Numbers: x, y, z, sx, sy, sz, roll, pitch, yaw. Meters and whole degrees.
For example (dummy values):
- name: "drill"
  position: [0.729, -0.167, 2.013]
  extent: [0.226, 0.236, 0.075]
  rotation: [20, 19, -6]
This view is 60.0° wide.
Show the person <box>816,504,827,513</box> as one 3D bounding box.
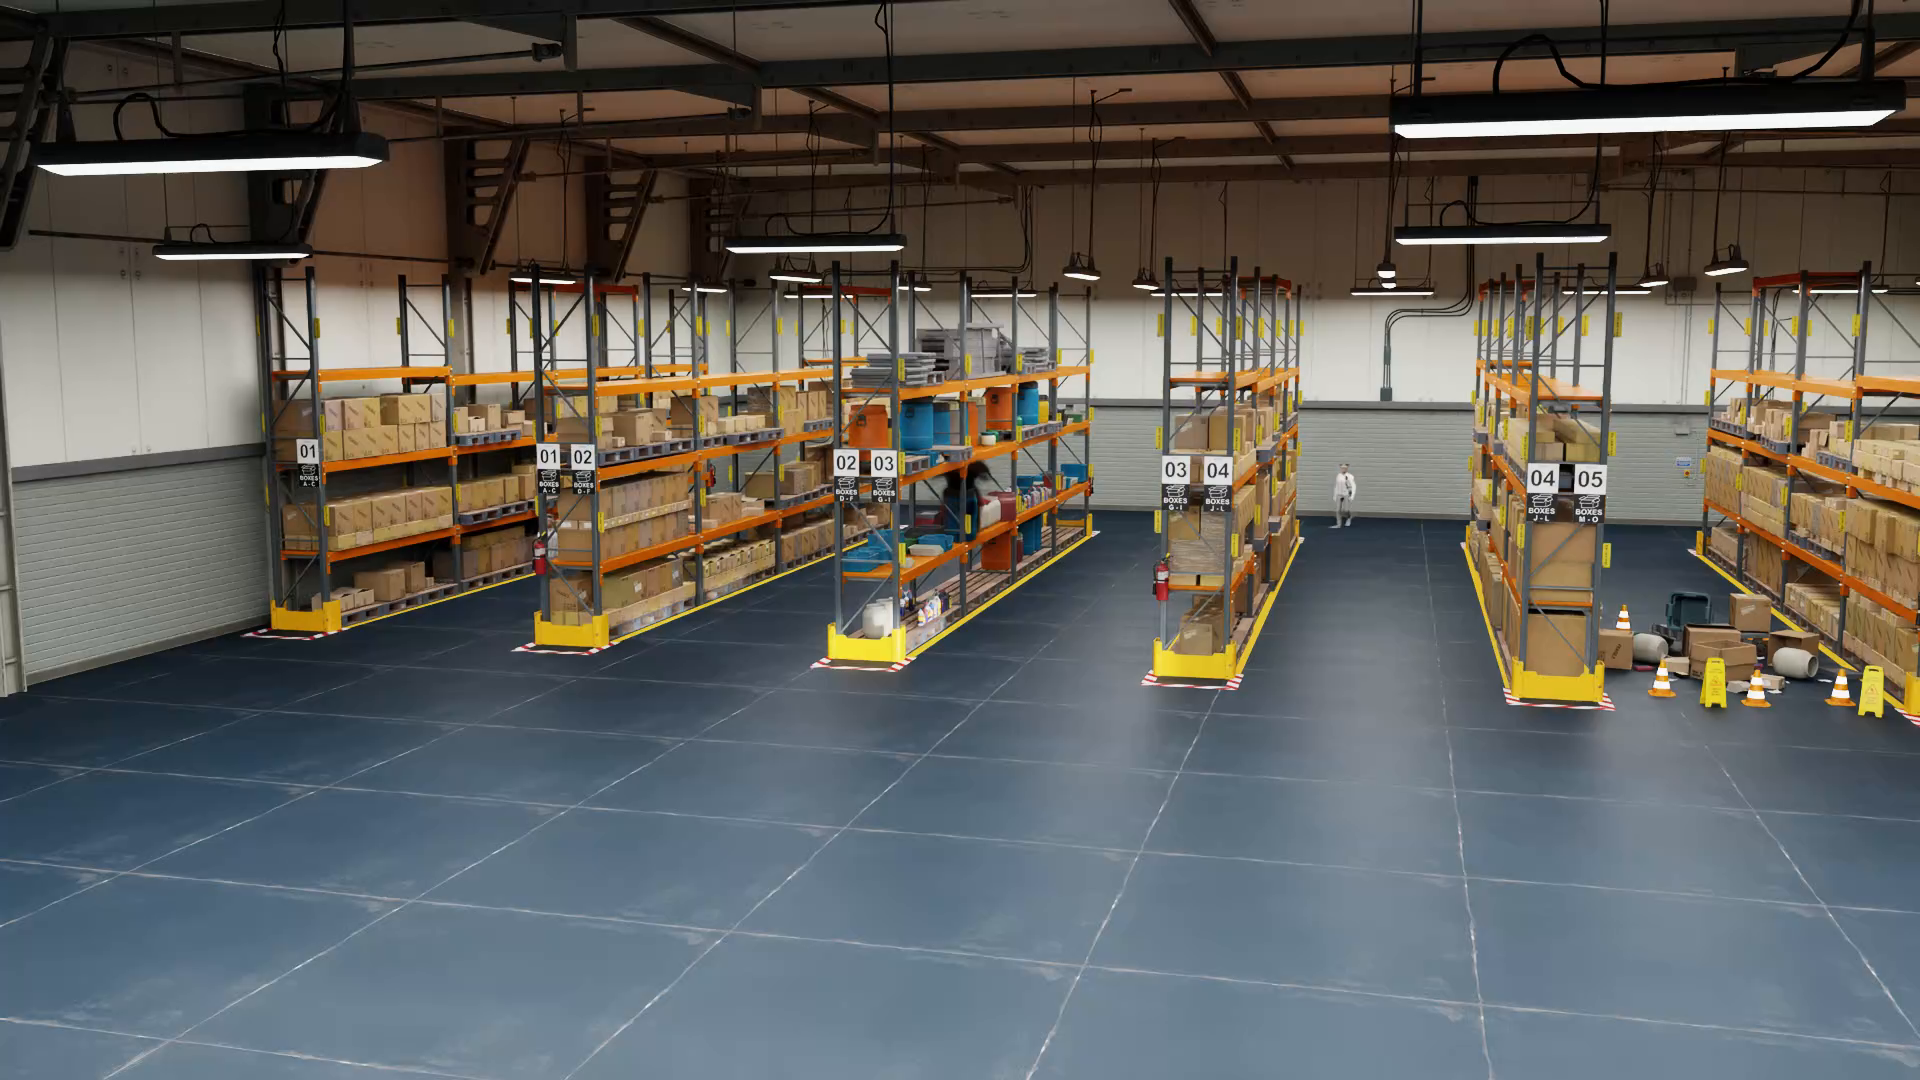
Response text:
- name: "person"
  position: [-3.613, -1.459, 43.941]
  extent: [0.550, 1.754, 0.636]
  rotation: [2, 8, 18]

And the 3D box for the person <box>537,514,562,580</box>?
- name: "person"
  position: [-7.378, 0.391, 30.069]
  extent: [0.561, 1.709, 0.468]
  rotation: [-6, 9, -39]

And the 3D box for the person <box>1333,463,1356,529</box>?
- name: "person"
  position: [9.658, -1.113, 41.655]
  extent: [0.548, 1.659, 0.487]
  rotation: [6, 9, 39]
